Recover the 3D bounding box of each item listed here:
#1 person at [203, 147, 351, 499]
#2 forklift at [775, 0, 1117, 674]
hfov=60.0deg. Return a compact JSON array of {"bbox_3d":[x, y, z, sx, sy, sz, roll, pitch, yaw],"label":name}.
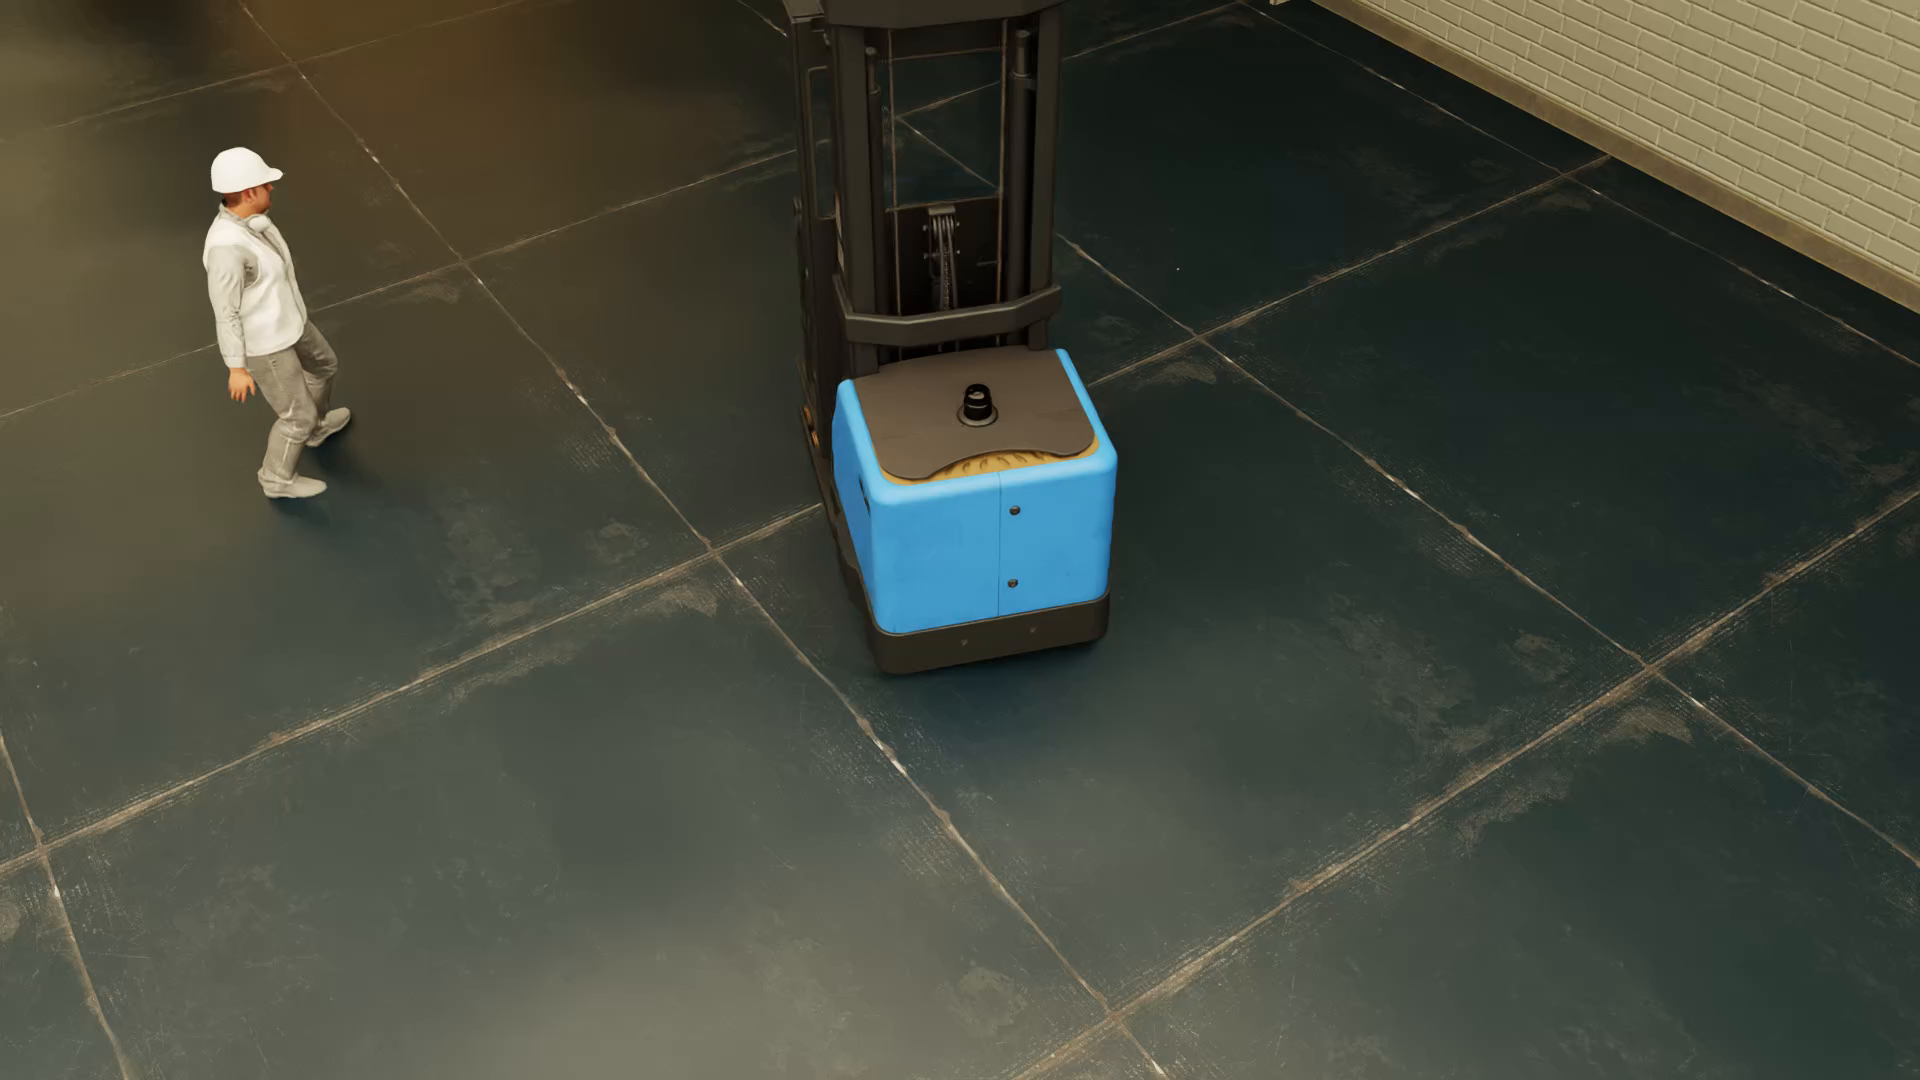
[{"bbox_3d":[-3.191,-0.975,7.683,0.468,1.743,0.867,-4,43,-5],"label":"person"},{"bbox_3d":[-0.194,-1.513,7.357,1.130,2.935,3.031,-9,43,-10],"label":"forklift"}]
